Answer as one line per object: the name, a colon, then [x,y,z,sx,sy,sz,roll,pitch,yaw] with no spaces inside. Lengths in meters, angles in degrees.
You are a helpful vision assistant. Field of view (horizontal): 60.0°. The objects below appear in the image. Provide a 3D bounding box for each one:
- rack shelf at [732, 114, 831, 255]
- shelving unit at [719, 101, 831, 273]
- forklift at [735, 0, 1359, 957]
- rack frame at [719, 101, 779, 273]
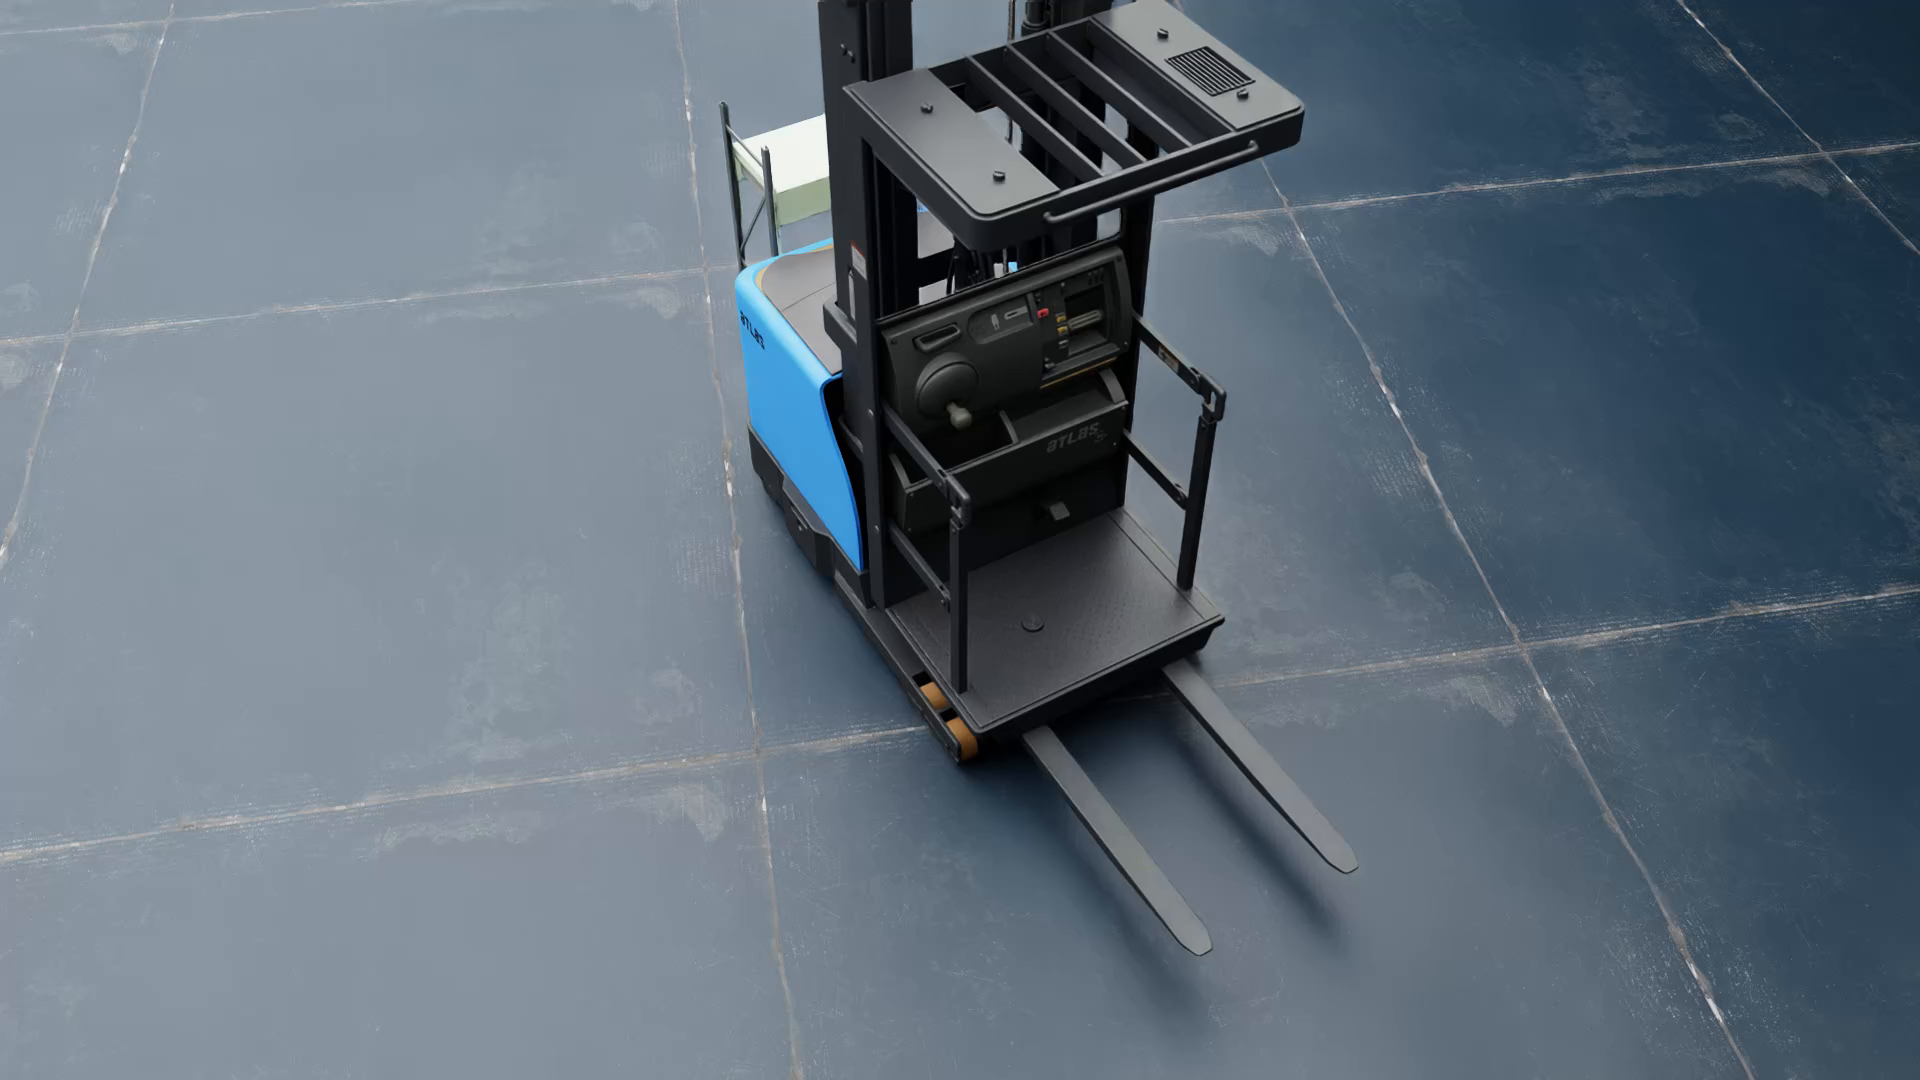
rack shelf: [-0.518,-1.483,6.789,0.720,0.370,0.431,-23,50,-21]
shelving unit: [-0.518,-1.212,7.070,0.755,1.500,0.431,-23,50,-21]
forklift: [0.286,-0.584,5.471,1.130,2.935,3.031,-23,50,-21]
rack frame: [-0.832,-1.076,6.939,0.023,1.500,0.400,-23,50,-21]
